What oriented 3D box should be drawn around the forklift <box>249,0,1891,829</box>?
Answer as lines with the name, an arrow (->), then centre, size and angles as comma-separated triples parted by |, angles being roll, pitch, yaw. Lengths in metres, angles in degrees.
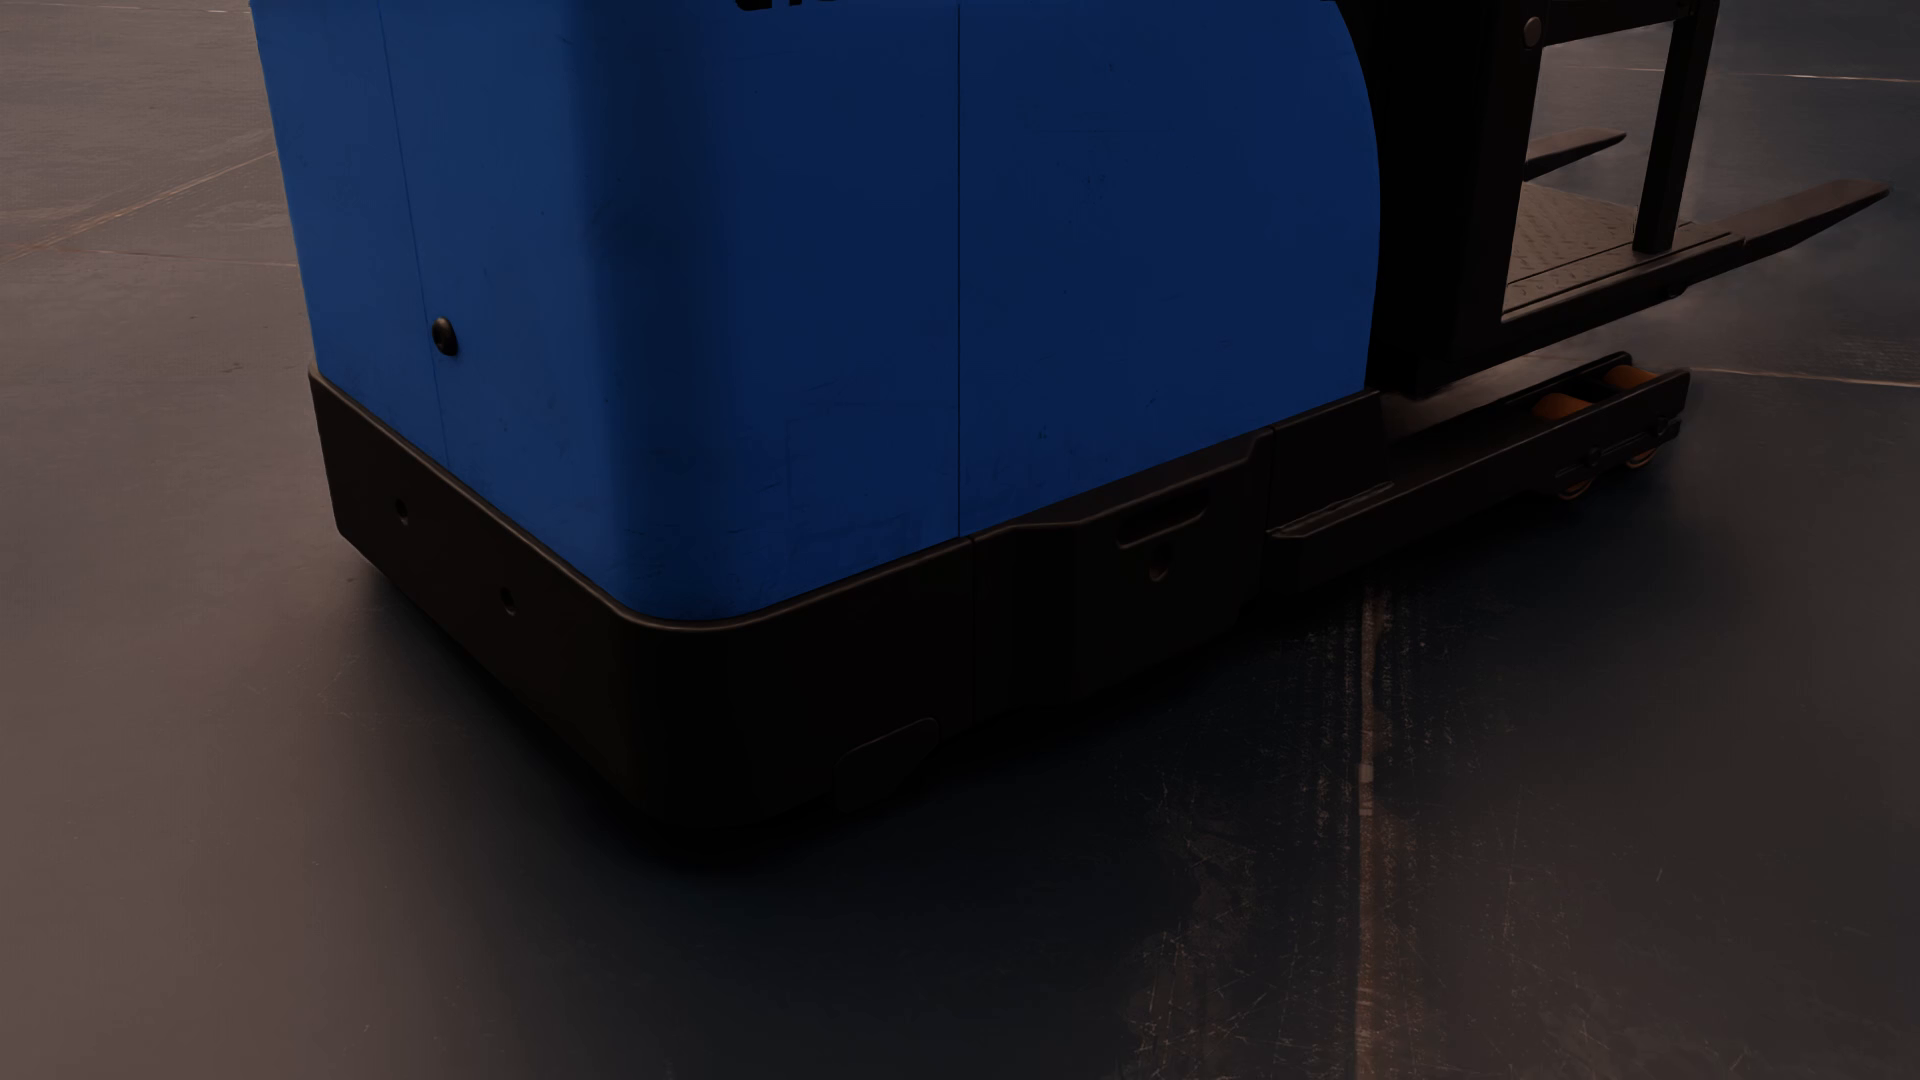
forklift -> 0.563, -1.536, 2.291 | 3.031, 2.935, 1.130 | -20, 33, -34
